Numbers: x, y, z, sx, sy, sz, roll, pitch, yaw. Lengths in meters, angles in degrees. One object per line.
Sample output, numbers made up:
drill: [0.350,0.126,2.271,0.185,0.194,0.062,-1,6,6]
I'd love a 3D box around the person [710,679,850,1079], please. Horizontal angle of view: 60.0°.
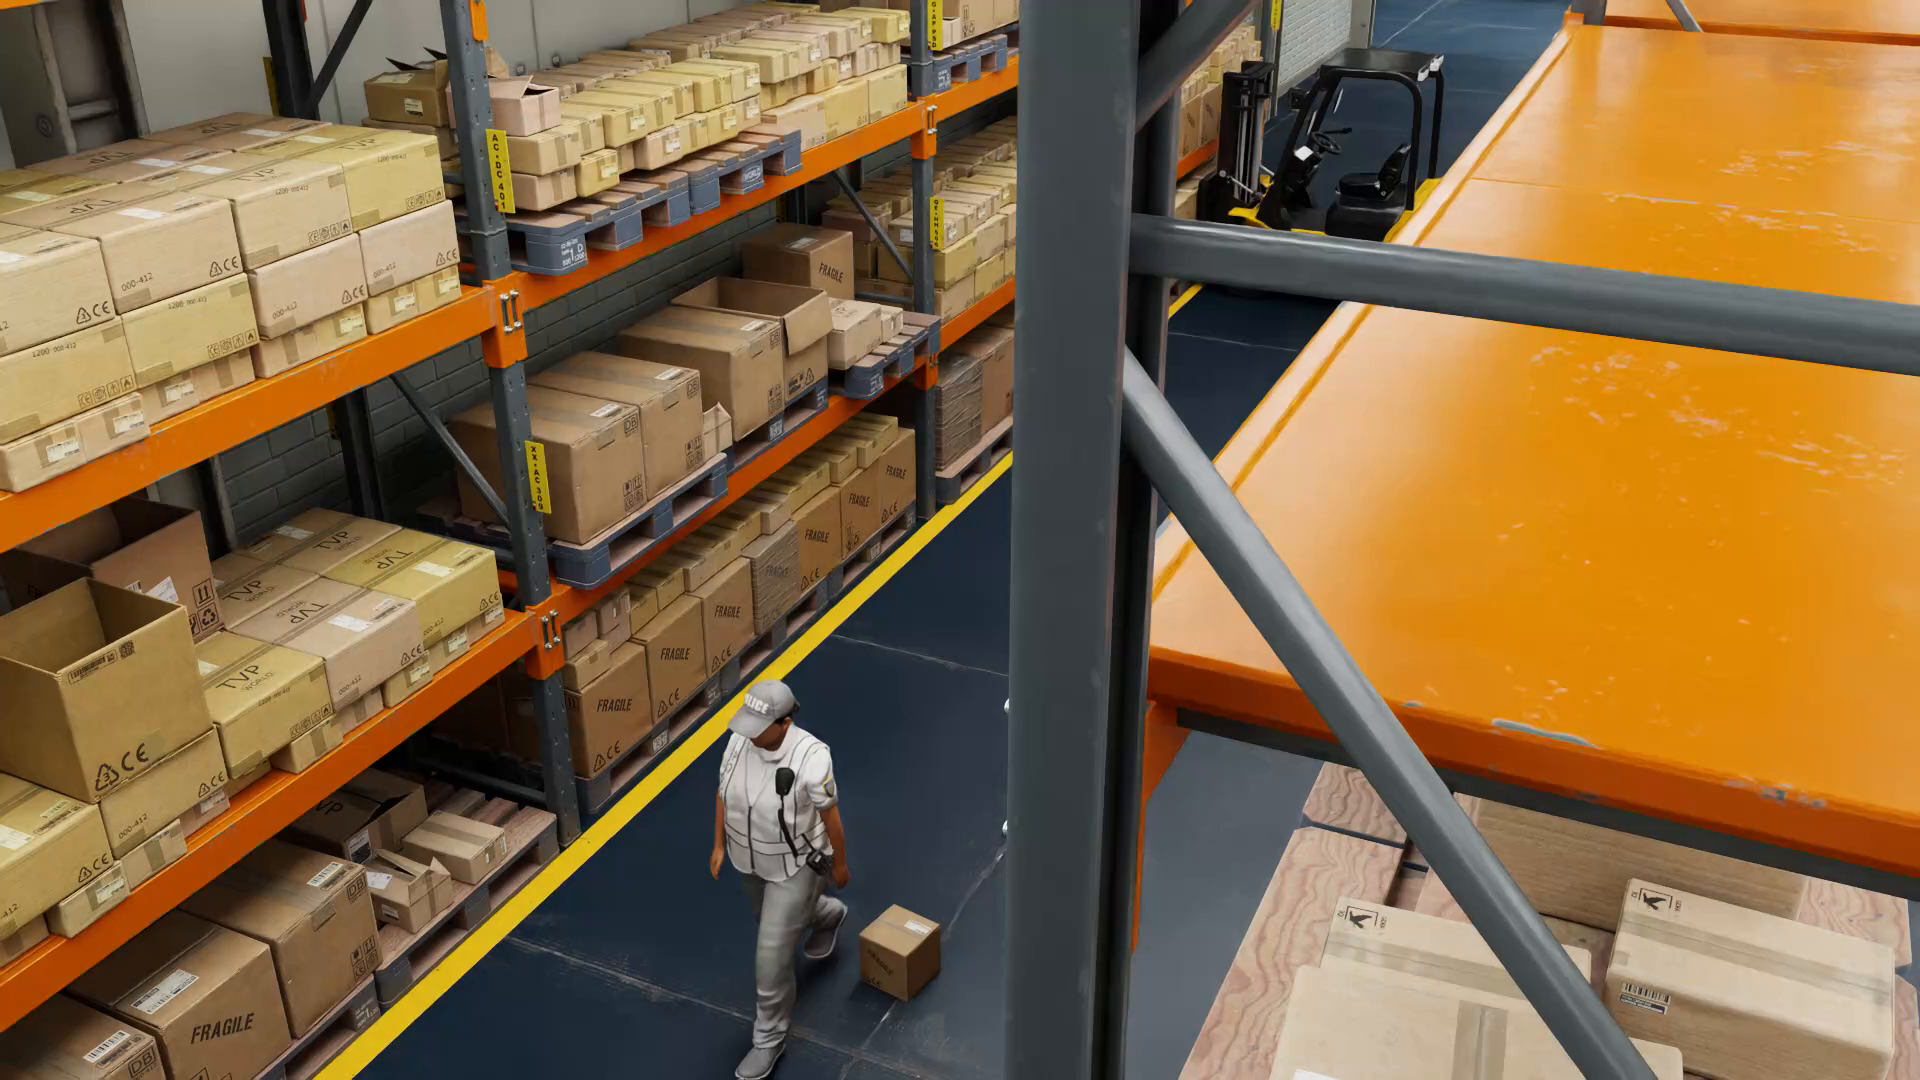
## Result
person: [-0.718,1.230,6.622,0.526,1.616,0.972,15,30,28]
